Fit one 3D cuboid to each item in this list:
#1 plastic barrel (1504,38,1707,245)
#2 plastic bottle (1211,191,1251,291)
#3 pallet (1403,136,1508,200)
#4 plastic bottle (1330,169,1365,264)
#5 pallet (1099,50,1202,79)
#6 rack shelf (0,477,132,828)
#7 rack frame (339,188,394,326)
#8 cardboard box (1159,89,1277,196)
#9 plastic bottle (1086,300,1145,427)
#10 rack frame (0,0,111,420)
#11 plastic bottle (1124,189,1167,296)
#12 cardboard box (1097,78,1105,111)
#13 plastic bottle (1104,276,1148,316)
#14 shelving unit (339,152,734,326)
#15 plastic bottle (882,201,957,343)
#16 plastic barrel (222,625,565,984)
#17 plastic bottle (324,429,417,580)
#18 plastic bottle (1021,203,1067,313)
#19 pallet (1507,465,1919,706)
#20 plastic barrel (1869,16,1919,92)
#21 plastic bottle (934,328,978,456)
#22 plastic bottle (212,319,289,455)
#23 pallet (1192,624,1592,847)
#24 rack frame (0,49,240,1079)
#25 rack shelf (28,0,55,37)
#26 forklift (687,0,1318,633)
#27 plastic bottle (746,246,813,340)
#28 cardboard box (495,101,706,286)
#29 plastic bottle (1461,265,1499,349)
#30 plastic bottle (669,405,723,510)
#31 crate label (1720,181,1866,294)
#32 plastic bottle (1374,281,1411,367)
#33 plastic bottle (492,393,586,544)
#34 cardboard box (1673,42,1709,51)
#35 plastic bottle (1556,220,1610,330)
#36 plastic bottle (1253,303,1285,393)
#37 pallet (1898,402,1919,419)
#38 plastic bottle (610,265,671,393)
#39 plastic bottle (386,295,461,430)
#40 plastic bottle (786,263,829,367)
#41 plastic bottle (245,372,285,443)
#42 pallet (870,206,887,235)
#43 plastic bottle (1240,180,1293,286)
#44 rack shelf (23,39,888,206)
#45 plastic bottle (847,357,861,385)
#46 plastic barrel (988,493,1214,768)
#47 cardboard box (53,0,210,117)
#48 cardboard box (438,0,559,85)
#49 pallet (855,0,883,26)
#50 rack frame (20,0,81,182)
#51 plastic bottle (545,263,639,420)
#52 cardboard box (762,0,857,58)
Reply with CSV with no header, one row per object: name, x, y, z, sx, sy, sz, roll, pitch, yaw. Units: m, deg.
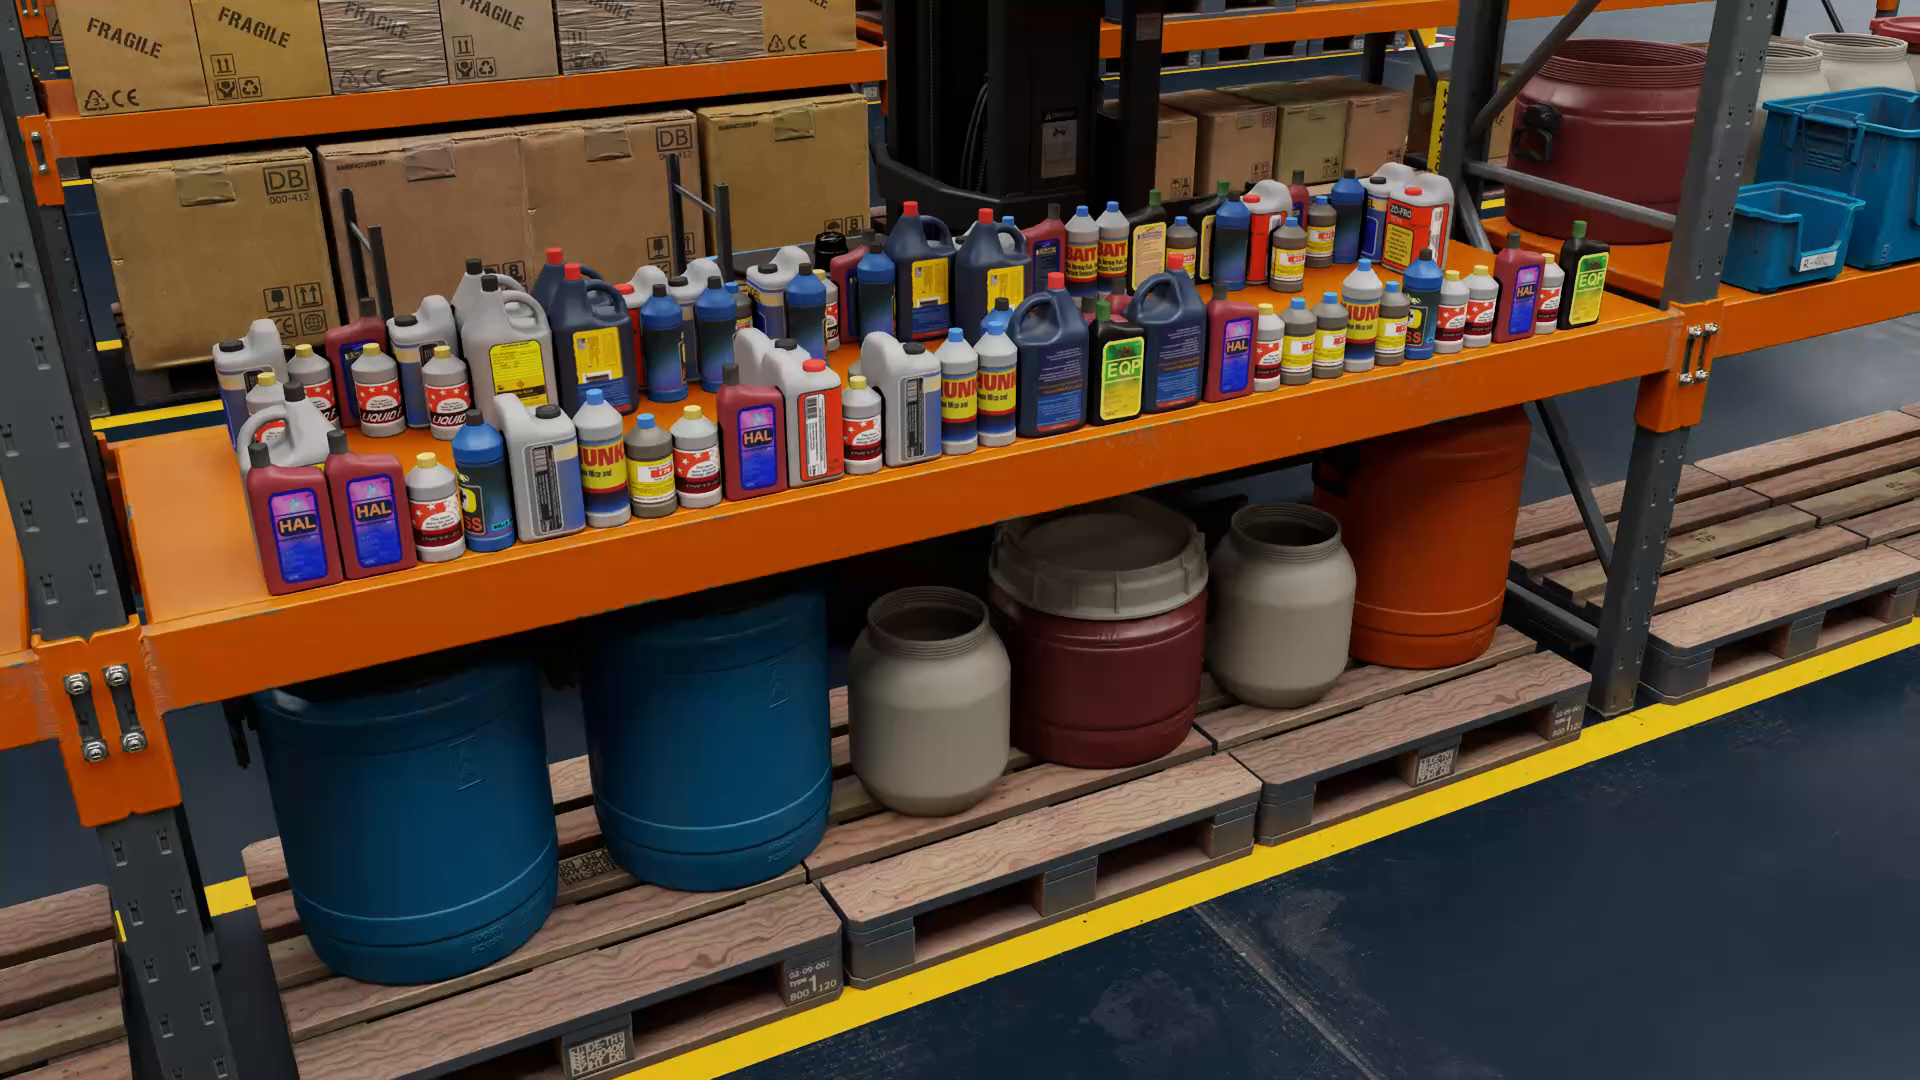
plastic barrel,2.062,-1.273,5.279,0.708,0.536,0.600,-13,29,-25
plastic bottle,0.767,-0.848,4.700,0.097,0.271,0.097,0,26,0
pallet,3.570,-2.601,11.424,1.213,0.211,1.003,-13,29,-25
plastic bottle,1.146,-0.966,4.944,0.097,0.271,0.097,0,26,0
pallet,1.457,-4.491,15.359,1.213,0.211,1.003,-13,29,-25
rack shelf,-3.499,0.545,2.481,4.000,0.370,1.077,-13,29,-25
rack frame,-1.728,-0.282,5.105,0.032,1.500,0.500,-13,28,-25
cardboard box,1.519,-2.458,10.284,0.500,0.500,0.700,-16,30,-29
plastic bottle,0.350,-0.406,3.765,0.133,0.283,0.061,-13,29,-25
rack frame,-4.065,-2.078,7.113,0.127,3.000,1.000,-13,29,-25
plastic bottle,0.510,-0.833,4.655,0.133,0.283,0.061,-13,29,-25
cardboard box,0.505,-2.563,9.635,0.500,0.250,0.500,-10,27,-19
plastic bottle,0.400,-0.488,3.936,0.133,0.283,0.061,-13,29,-25
shelving unit,-1.286,-0.383,5.314,1.083,1.500,0.587,-13,28,-25
plastic bottle,-0.105,-0.701,4.302,0.185,0.351,0.144,-13,29,-25
plastic barrel,-1.246,0.465,3.754,0.708,0.901,0.600,-13,29,-25
plastic bottle,-1.092,-0.073,3.072,0.133,0.283,0.061,-13,29,-25
plastic bottle,0.221,-0.766,4.515,0.133,0.283,0.061,-13,29,-25
pallet,2.497,0.113,5.772,1.213,0.211,1.003,-13,29,-25
plastic barrel,3.348,-1.529,5.812,0.433,0.535,0.433,0,26,0
plastic bottle,-0.009,-0.327,3.613,0.097,0.271,0.097,0,26,0
plastic bottle,-1.538,-0.335,3.625,0.135,0.276,0.152,-13,29,-25
pallet,1.120,0.432,5.106,1.213,0.211,1.003,-13,29,-25
rack frame,-1.734,-0.187,3.174,0.127,3.000,1.000,-13,29,-25
rack shelf,-4.545,-4.076,12.106,4.000,0.370,1.077,-13,29,-25
forklift,0.558,-1.448,5.880,3.031,2.935,1.130,-13,28,-25
plastic bottle,-0.448,-0.586,4.149,0.135,0.276,0.152,-13,29,-25
cardboard box,-1.944,-1.813,8.531,0.875,0.875,1.225,-13,29,-25
plastic bottle,1.325,-0.603,4.270,0.097,0.201,0.097,0,26,0
plastic bottle,-0.536,-0.173,3.375,0.097,0.201,0.097,0,26,0
crate label,2.344,-0.869,4.787,0.416,0.233,0.303,-13,29,-25
plastic bottle,1.068,-0.544,4.146,0.097,0.201,0.097,0,26,0
plastic bottle,-0.823,-0.154,3.249,0.135,0.276,0.152,-13,29,-25
cardboard box,5.454,-3.329,12.122,0.500,0.500,0.500,-6,26,-12
plastic bottle,1.639,-0.704,4.385,0.133,0.283,0.061,-13,29,-25
plastic bottle,0.724,-0.464,3.981,0.097,0.201,0.097,0,26,0
pallet,4.650,-0.384,6.807,1.213,0.211,1.003,-13,29,-25
plastic bottle,-0.771,-0.512,3.994,0.135,0.276,0.152,-13,29,-25
plastic bottle,-1.216,-0.409,3.780,0.135,0.276,0.152,-13,29,-25
plastic bottle,-0.372,-0.541,4.059,0.097,0.271,0.097,0,26,0
plastic bottle,-1.463,-0.257,3.550,0.097,0.201,0.097,0,26,0
pallet,0.155,-1.795,9.744,1.213,0.211,1.003,-13,29,-25
plastic bottle,0.853,-0.887,4.775,0.135,0.276,0.152,-13,29,-25
rack shelf,-2.300,-2.162,8.118,4.000,0.370,1.077,-13,29,-25
plastic bottle,-0.200,-0.326,3.692,0.097,0.201,0.097,0,26,0
plastic barrel,0.375,0.232,4.601,0.708,0.588,0.600,-13,29,-25
cardboard box,-3.541,-2.122,7.088,0.500,0.500,0.500,-13,29,-25
cardboard box,-2.203,-2.433,7.737,0.500,0.500,0.500,-12,28,-24
pallet,0.044,-2.992,9.239,1.003,0.211,1.213,-13,29,-25
rack frame,-6.309,-3.993,11.102,0.127,3.000,1.000,-13,29,-25
plastic bottle,-0.846,-0.459,3.798,0.185,0.351,0.144,-13,29,-25
cardboard box,-0.854,-2.743,8.382,0.500,0.500,0.500,-12,28,-24
